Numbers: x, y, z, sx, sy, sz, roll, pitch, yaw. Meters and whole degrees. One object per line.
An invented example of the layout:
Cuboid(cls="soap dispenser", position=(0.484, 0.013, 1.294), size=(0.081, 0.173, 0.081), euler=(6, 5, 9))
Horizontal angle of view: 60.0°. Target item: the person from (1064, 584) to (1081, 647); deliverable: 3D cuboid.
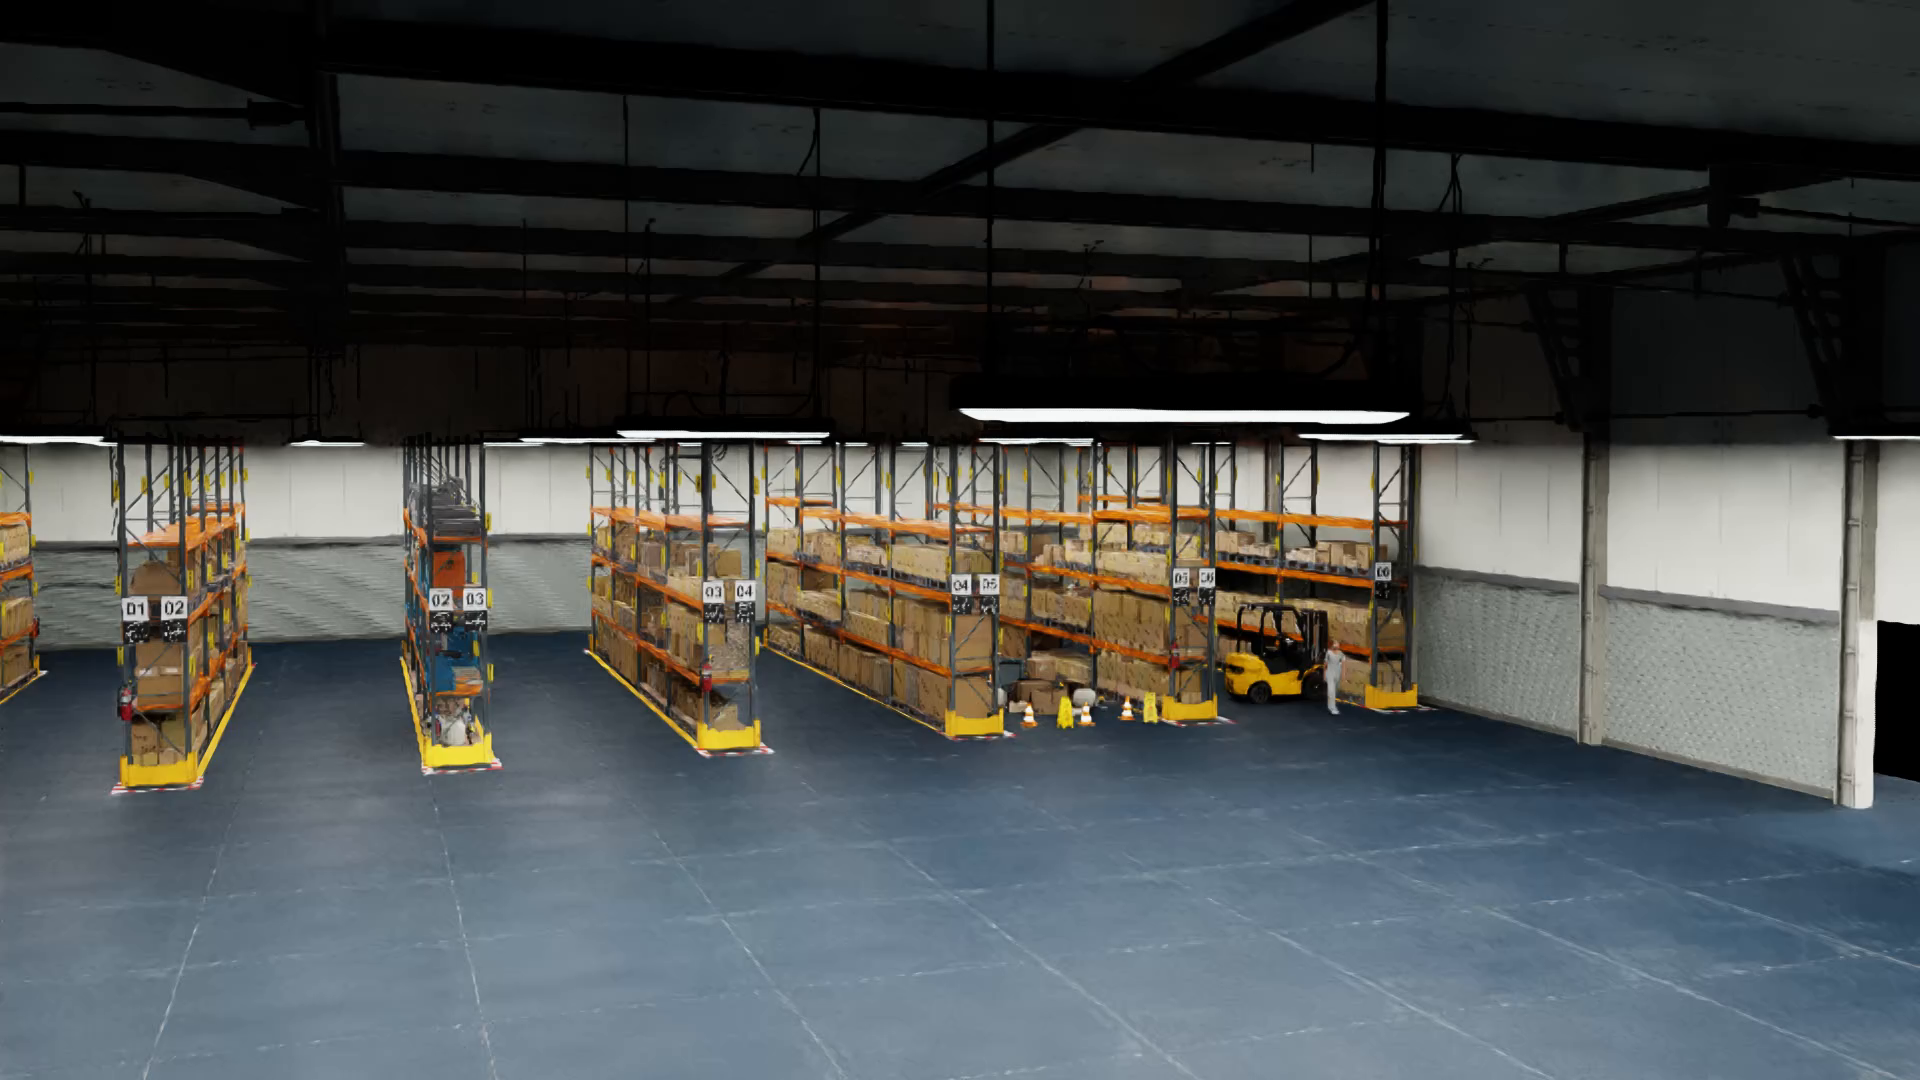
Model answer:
Cuboid(cls="person", position=(3.255, 2.173, 48.129), size=(0.519, 1.798, 0.597), euler=(0, 3, -2))

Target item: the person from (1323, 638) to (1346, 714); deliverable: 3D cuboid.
Cuboid(cls="person", position=(8.077, 2.893, 35.922), size=(0.446, 1.568, 0.864), euler=(-1, 3, -11))
